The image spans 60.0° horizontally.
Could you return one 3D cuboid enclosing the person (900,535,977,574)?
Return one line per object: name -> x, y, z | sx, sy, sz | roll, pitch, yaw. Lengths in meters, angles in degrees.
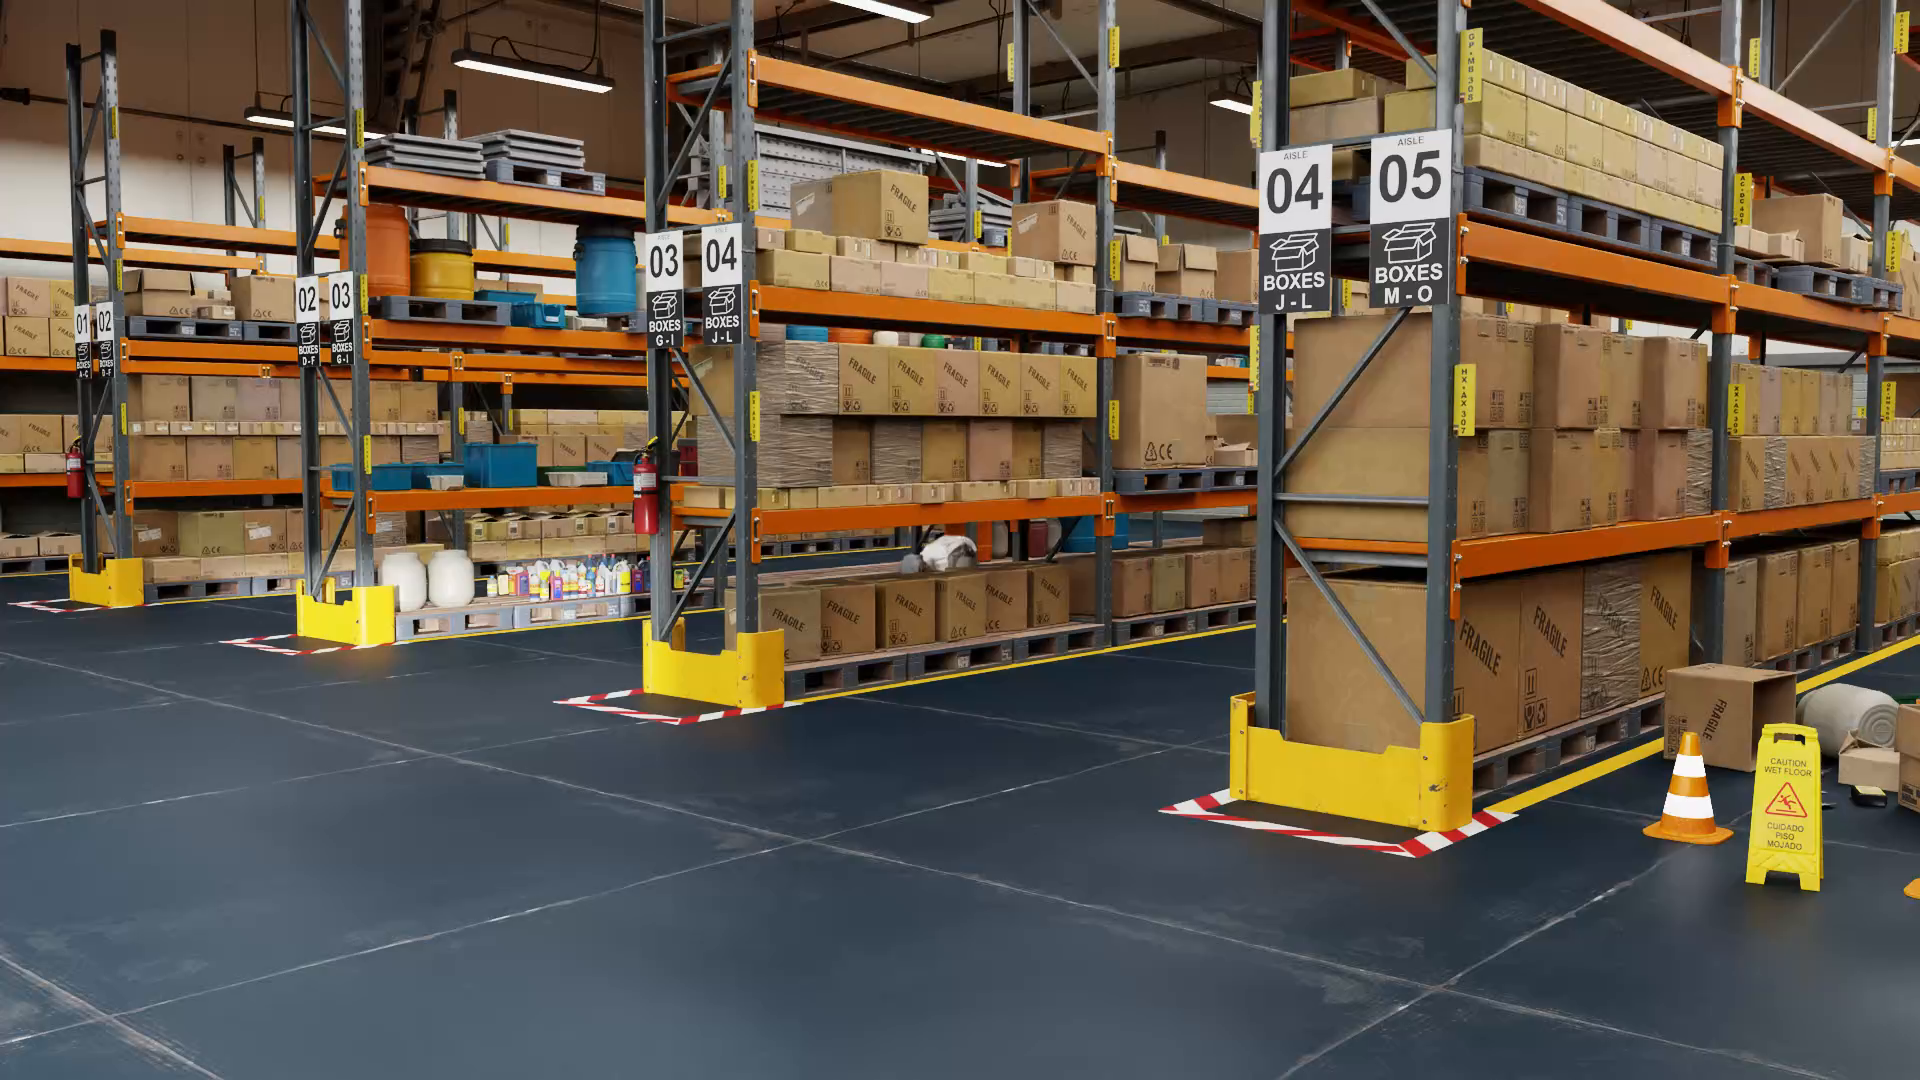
person -> -0.196, 0.398, 15.564 | 0.458, 0.861, 0.882 | 3, 5, 38
